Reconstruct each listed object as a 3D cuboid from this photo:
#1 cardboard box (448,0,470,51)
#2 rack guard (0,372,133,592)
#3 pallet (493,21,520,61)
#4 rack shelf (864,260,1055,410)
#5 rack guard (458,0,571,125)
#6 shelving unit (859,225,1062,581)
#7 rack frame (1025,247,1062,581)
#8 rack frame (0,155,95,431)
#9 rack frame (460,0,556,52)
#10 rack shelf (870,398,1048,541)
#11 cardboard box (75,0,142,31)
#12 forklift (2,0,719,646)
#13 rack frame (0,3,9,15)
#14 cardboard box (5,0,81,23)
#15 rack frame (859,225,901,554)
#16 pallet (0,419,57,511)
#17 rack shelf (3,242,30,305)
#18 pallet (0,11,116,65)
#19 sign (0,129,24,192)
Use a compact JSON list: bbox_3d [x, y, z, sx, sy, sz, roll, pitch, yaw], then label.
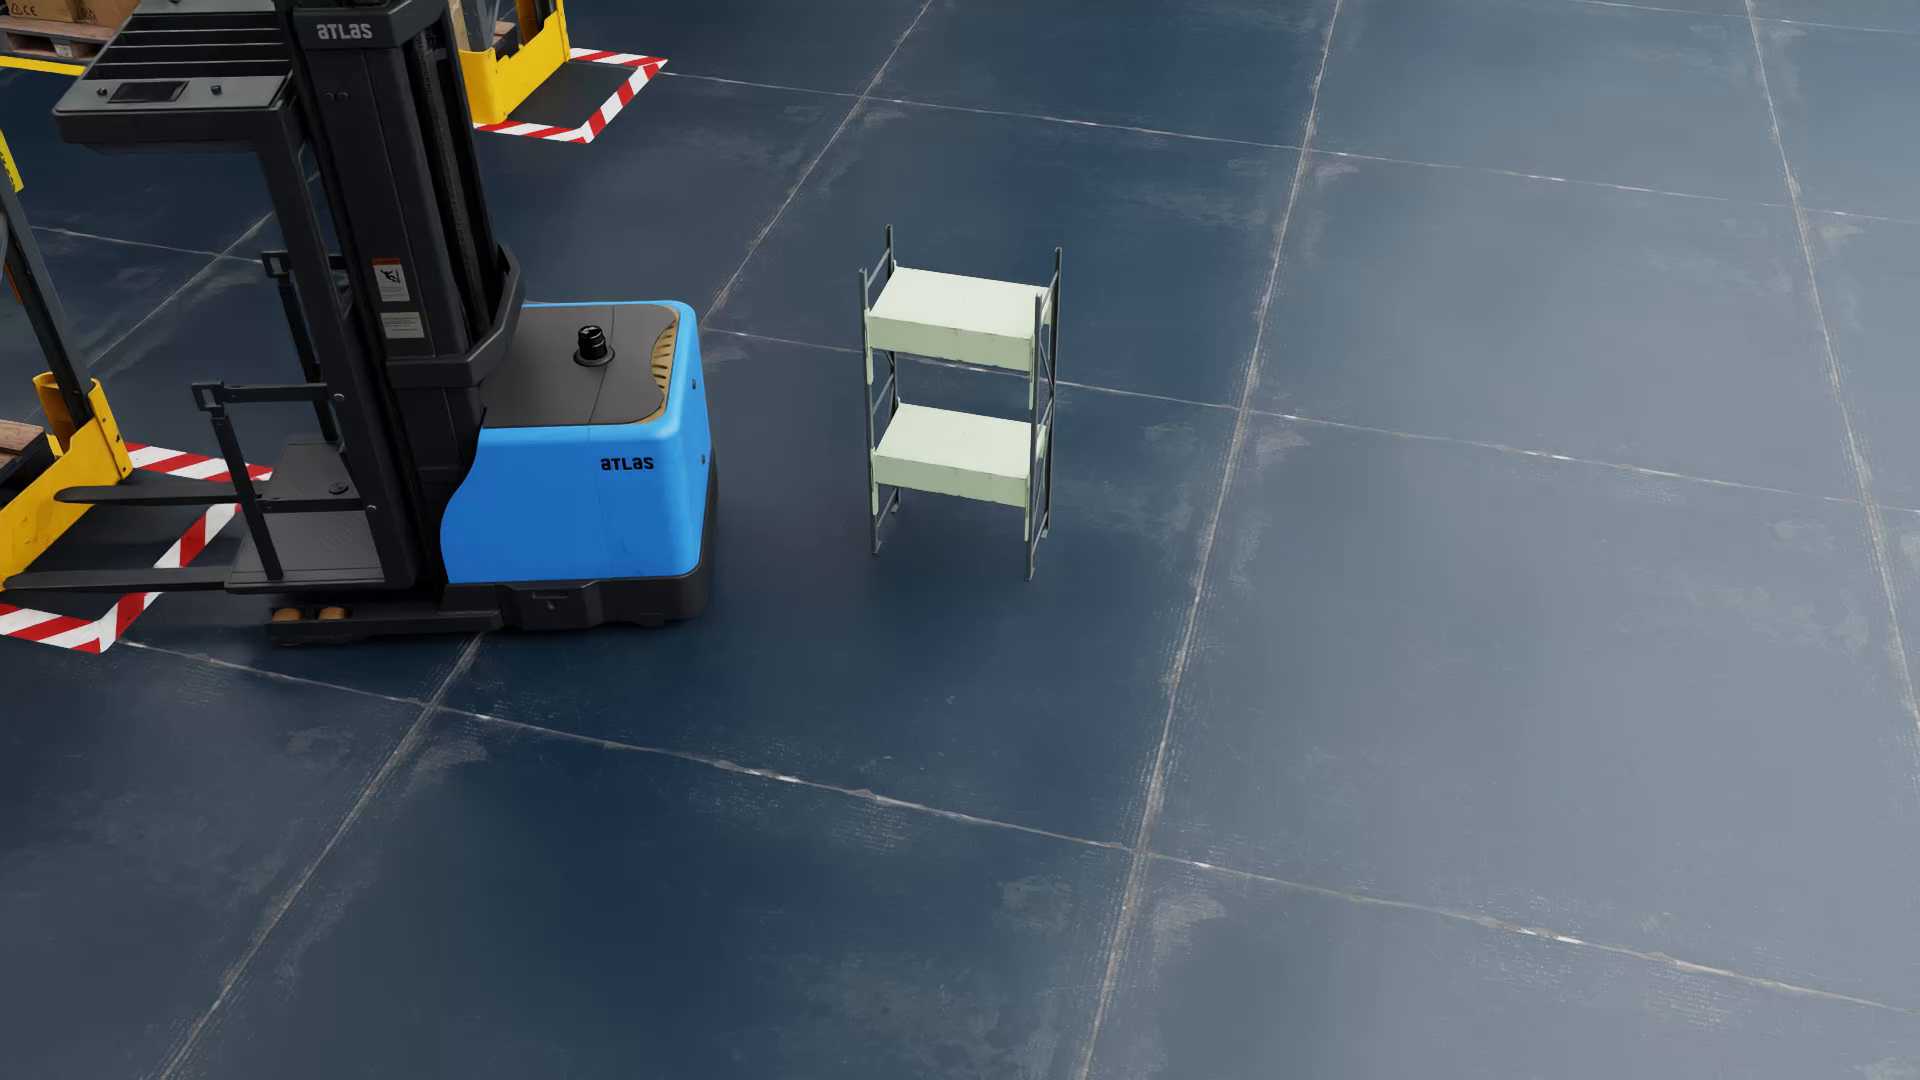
[{"bbox_3d":[-3.609,-3.598,11.344,0.500,0.500,0.500,17,43,19],"label":"cardboard box"},{"bbox_3d":[-4.376,-0.230,7.659,0.348,0.500,1.175,10,41,11],"label":"rack guard"},{"bbox_3d":[-3.859,-3.382,11.638,1.213,0.211,1.003,10,41,11],"label":"pallet"},{"bbox_3d":[0.006,-0.872,7.040,0.720,0.370,0.431,10,41,11],"label":"rack shelf"},{"bbox_3d":[-3.083,-3.336,11.358,0.348,0.500,1.175,10,41,11],"label":"rack guard"},{"bbox_3d":[0.006,-0.573,7.291,0.755,1.500,0.431,10,41,11],"label":"shelving unit"},{"bbox_3d":[0.360,-0.512,7.218,0.023,1.500,0.400,10,41,11],"label":"rack frame"},{"bbox_3d":[-4.290,-1.203,6.875,0.127,3.000,1.000,10,41,11],"label":"rack frame"},{"bbox_3d":[-3.010,-4.281,10.539,0.127,3.000,1.000,10,41,11],"label":"rack frame"},{"bbox_3d":[0.006,-0.324,7.501,0.720,0.370,0.431,10,41,11],"label":"rack shelf"},{"bbox_3d":[-5.942,-3.967,11.783,0.500,0.500,0.500,23,45,25],"label":"cardboard box"},{"bbox_3d":[-2.650,-1.013,6.702,3.031,2.935,1.130,-2,40,-2],"label":"forklift"},{"bbox_3d":[-6.874,-4.946,11.331,0.127,3.000,1.000,10,41,11],"label":"rack frame"},{"bbox_3d":[-6.498,-4.058,11.891,0.500,0.500,0.500,9,41,10],"label":"cardboard box"},{"bbox_3d":[-0.347,-0.634,7.363,0.023,1.500,0.400,10,41,11],"label":"rack frame"},{"bbox_3d":[-5.159,-0.257,7.917,1.213,0.211,1.003,10,41,11],"label":"pallet"},{"bbox_3d":[-6.222,-1.260,7.502,4.000,0.370,1.077,10,41,11],"label":"rack shelf"},{"bbox_3d":[-6.216,-3.788,12.121,1.213,0.211,1.003,10,41,11],"label":"pallet"},{"bbox_3d":[-4.144,-1.651,7.192,0.005,0.325,0.100,10,41,11],"label":"sign"}]
